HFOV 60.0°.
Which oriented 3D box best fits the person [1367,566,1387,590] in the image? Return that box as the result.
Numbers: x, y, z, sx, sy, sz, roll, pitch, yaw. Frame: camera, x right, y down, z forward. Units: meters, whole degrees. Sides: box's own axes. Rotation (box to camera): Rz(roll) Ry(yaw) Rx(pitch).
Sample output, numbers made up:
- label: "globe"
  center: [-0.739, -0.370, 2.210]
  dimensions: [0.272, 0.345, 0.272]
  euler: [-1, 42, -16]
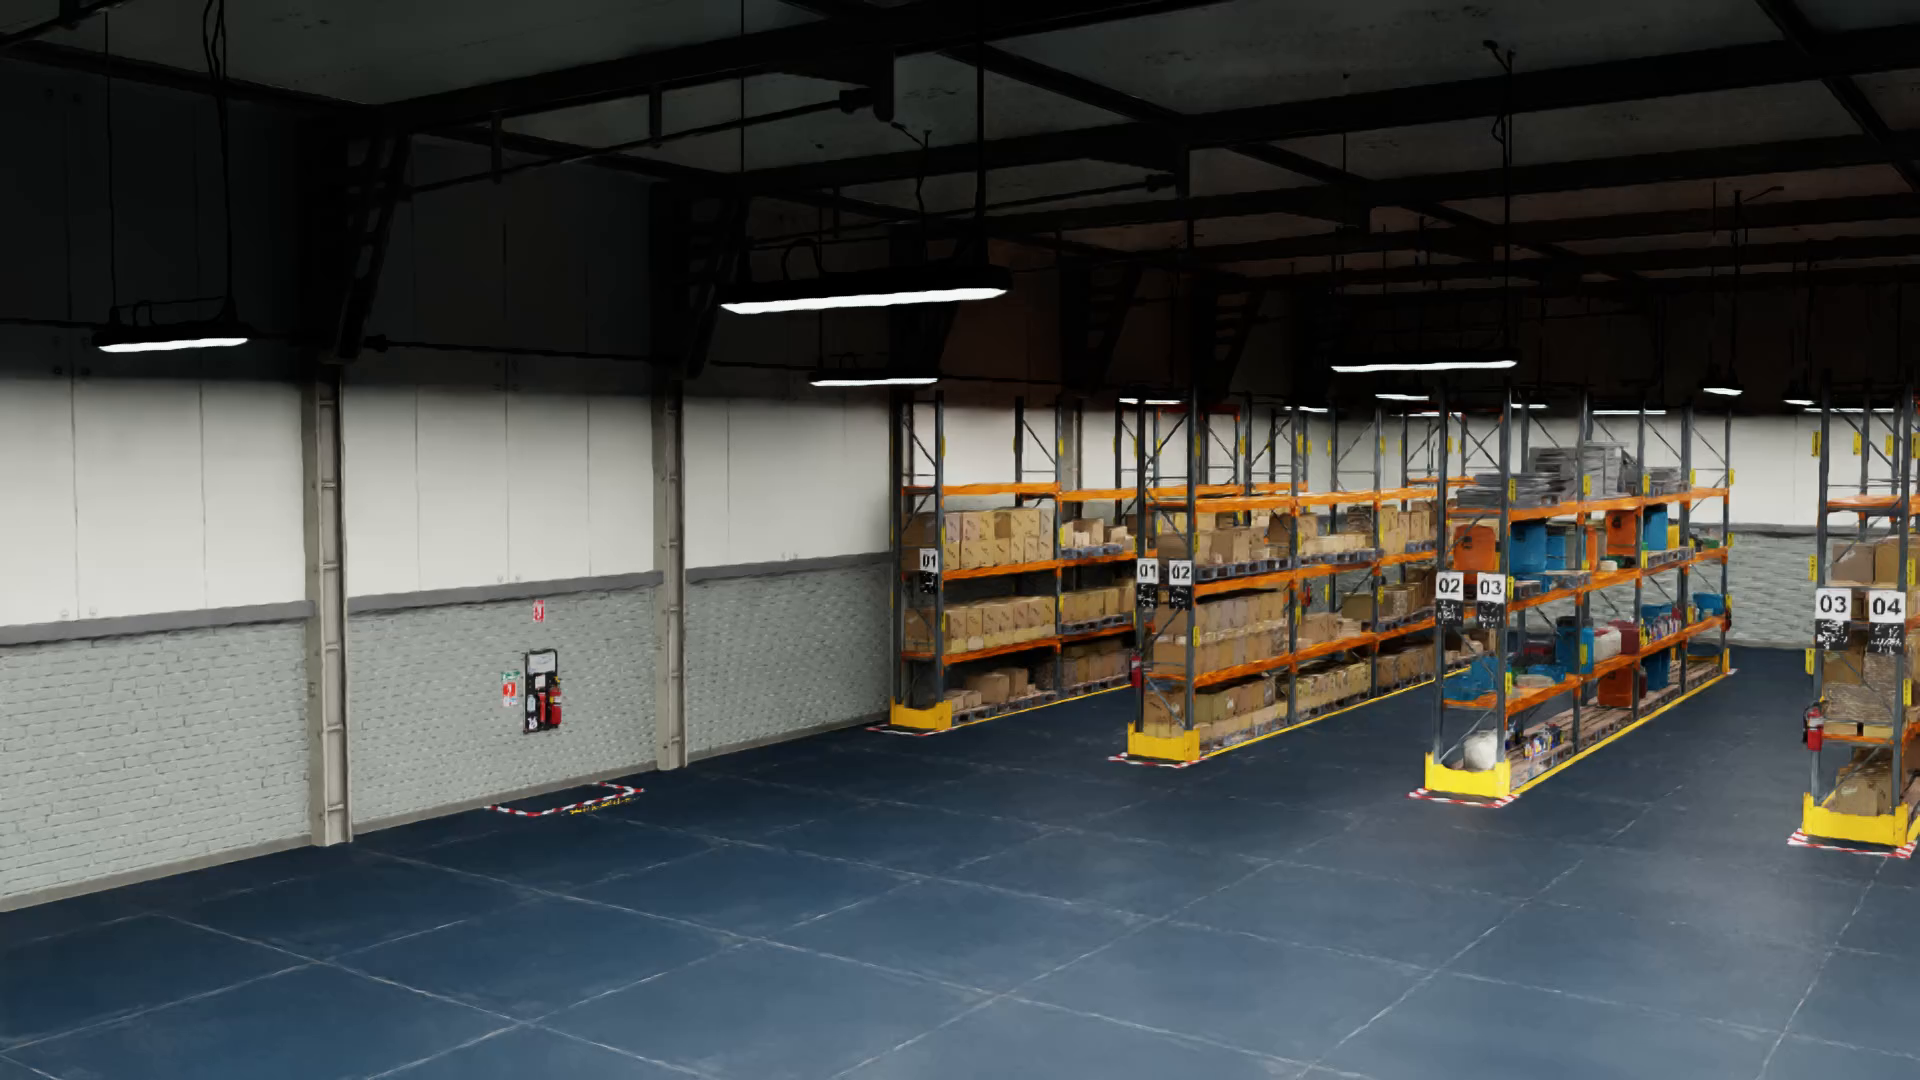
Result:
- label: "person"
  center: [11.423, 1.564, 45.830]
  dimensions: [0.689, 1.711, 0.509]
  euler: [0, 3, -5]
